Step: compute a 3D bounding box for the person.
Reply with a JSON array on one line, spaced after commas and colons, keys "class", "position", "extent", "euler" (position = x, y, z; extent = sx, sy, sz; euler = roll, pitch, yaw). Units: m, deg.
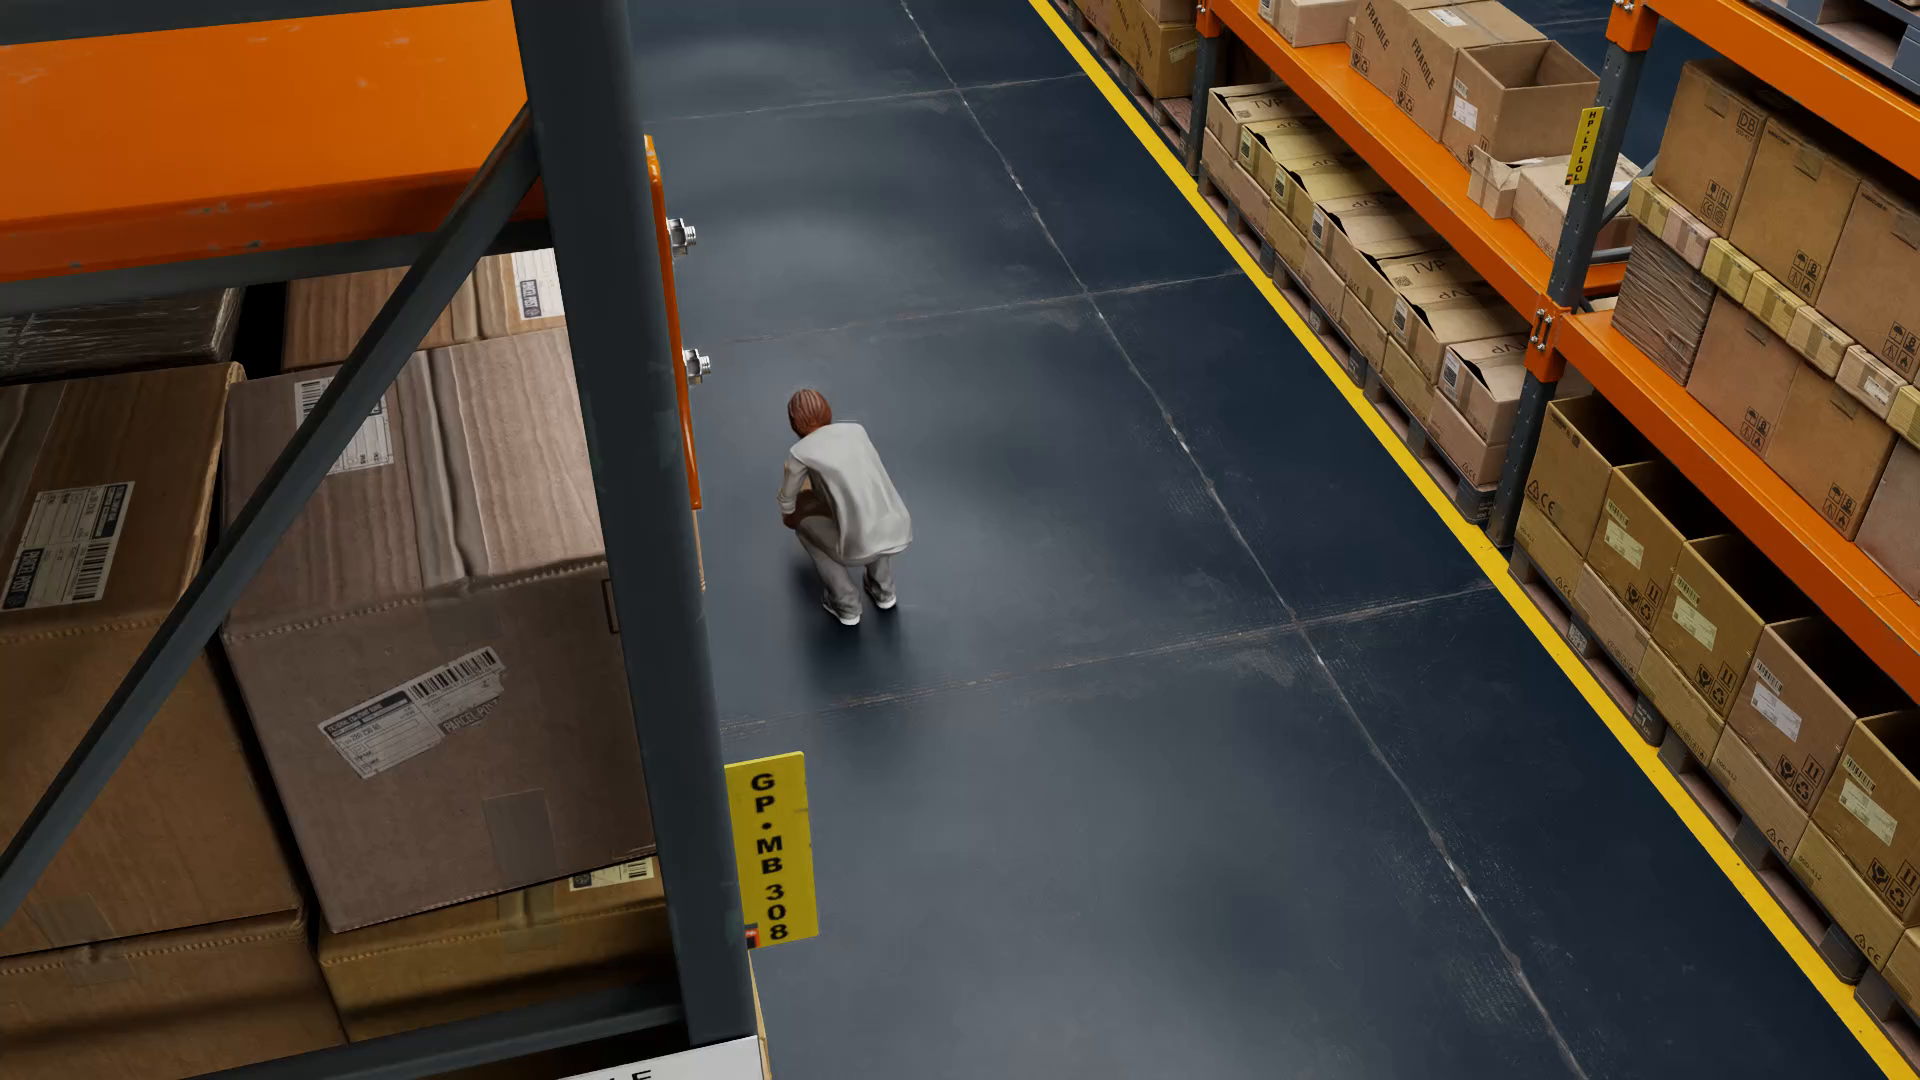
[{"class": "person", "position": [-0.509, -0.114, 7.324], "extent": [0.447, 0.948, 0.773], "euler": [-18, 42, -21]}]
